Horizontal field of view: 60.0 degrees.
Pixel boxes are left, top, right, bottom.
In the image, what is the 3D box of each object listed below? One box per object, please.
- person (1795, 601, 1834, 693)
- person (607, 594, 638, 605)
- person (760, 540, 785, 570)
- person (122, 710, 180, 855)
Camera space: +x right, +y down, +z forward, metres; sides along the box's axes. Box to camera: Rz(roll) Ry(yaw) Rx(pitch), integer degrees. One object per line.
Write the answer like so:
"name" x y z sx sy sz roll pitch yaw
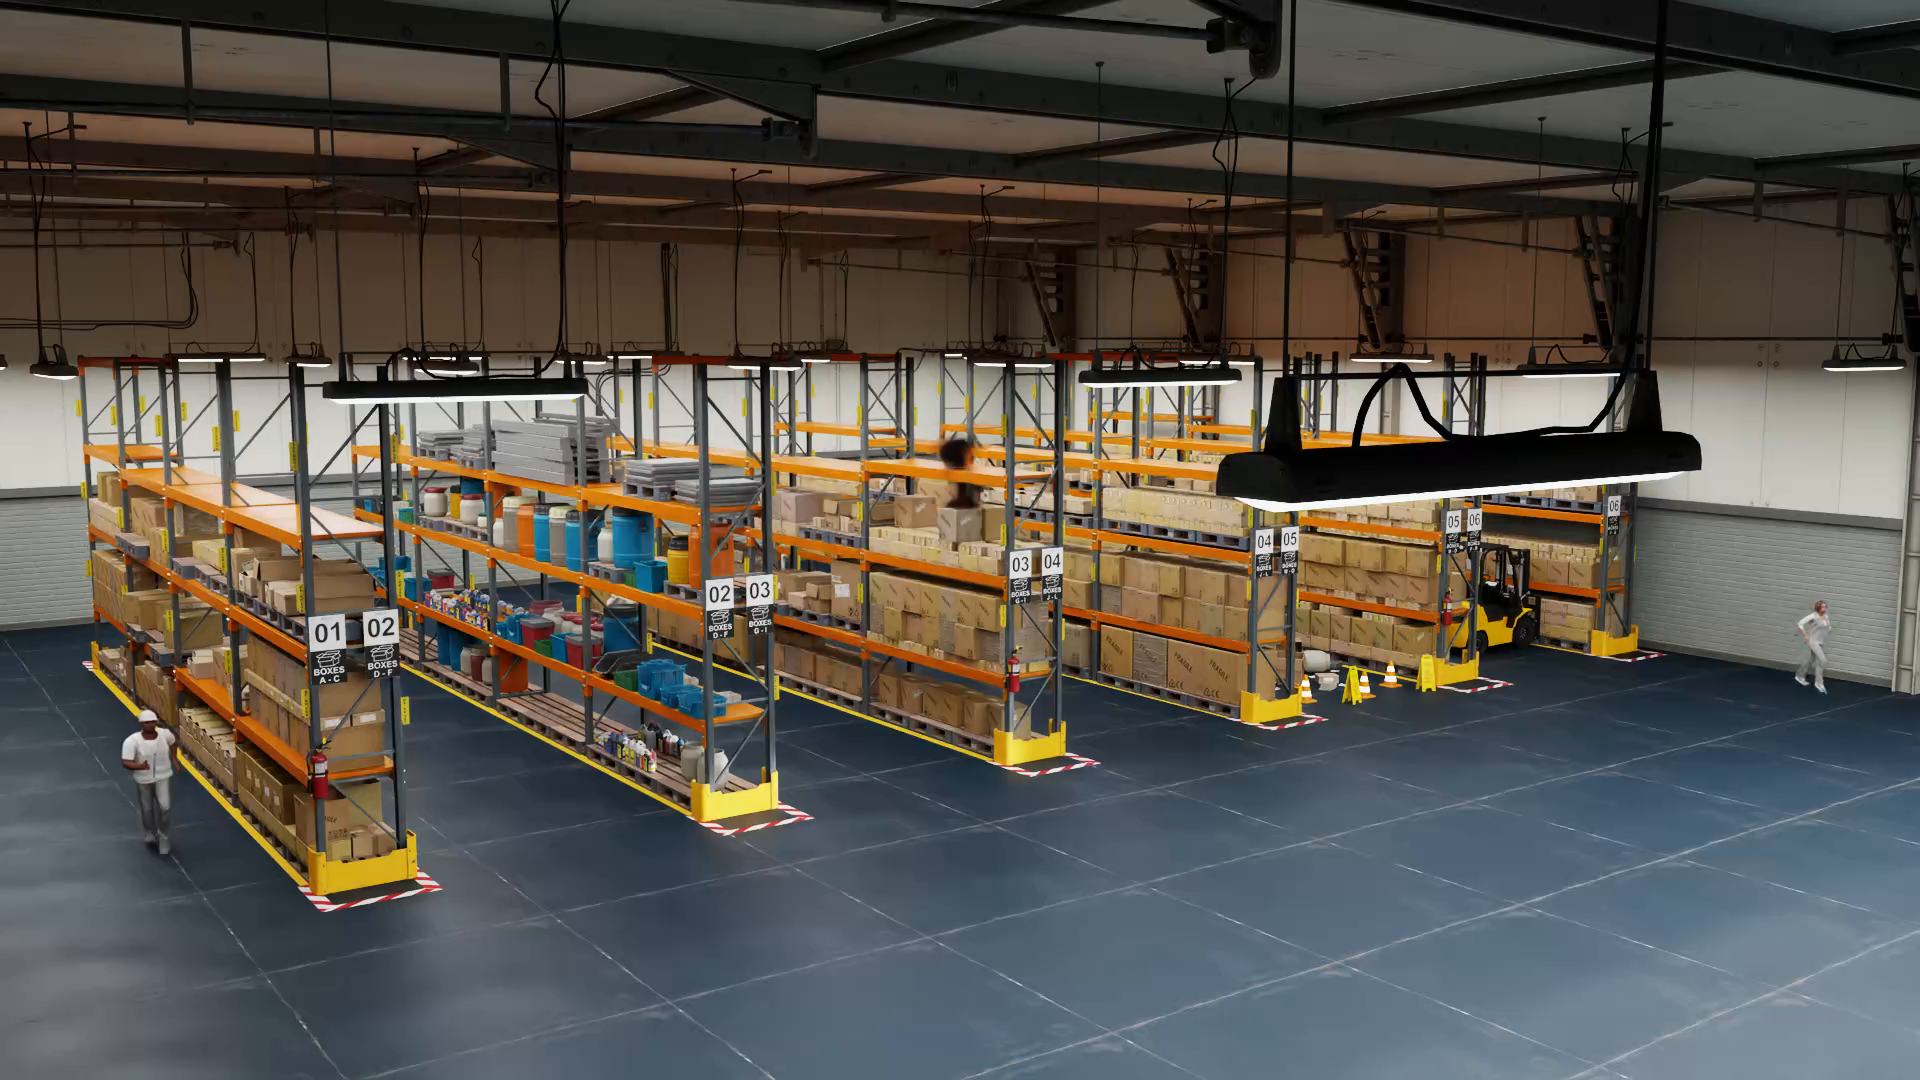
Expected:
"person" 15.434 1.892 29.997 0.513 1.631 0.711 -4 8 -29
"person" -6.566 1.519 32.799 0.598 1.649 0.612 -6 9 -39
"person" -4.696 0.486 42.106 0.723 1.485 0.911 1 7 9
"person" -9.958 2.982 20.508 0.651 1.811 0.833 -4 8 -29
